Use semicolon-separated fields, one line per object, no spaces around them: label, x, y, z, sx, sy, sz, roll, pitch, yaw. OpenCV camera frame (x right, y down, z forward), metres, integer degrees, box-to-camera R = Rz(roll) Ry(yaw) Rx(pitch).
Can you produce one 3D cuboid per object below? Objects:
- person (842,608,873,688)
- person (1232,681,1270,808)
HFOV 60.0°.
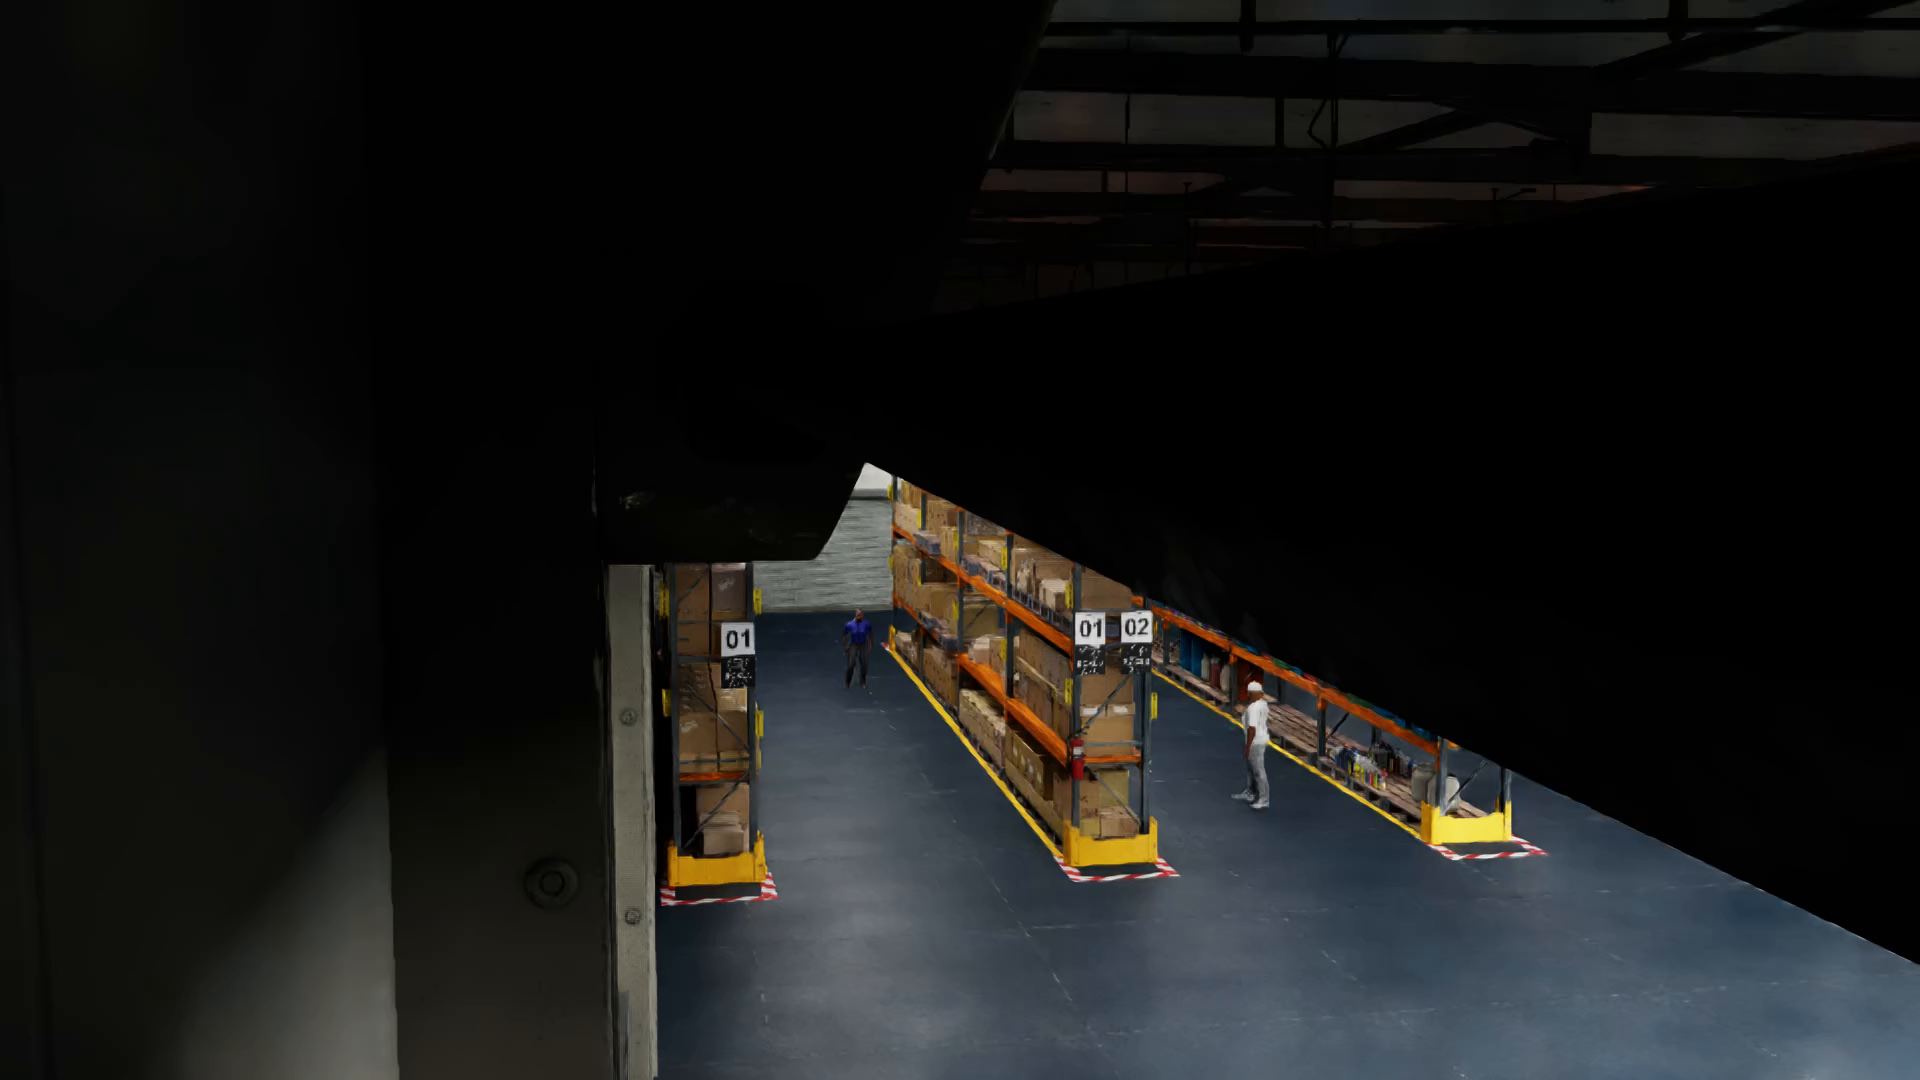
person;-1.971;2.082;32.053;0.592;1.598;0.518;-1;6;-12
person;4.158;2.880;23.693;0.572;1.763;0.673;2;7;19
